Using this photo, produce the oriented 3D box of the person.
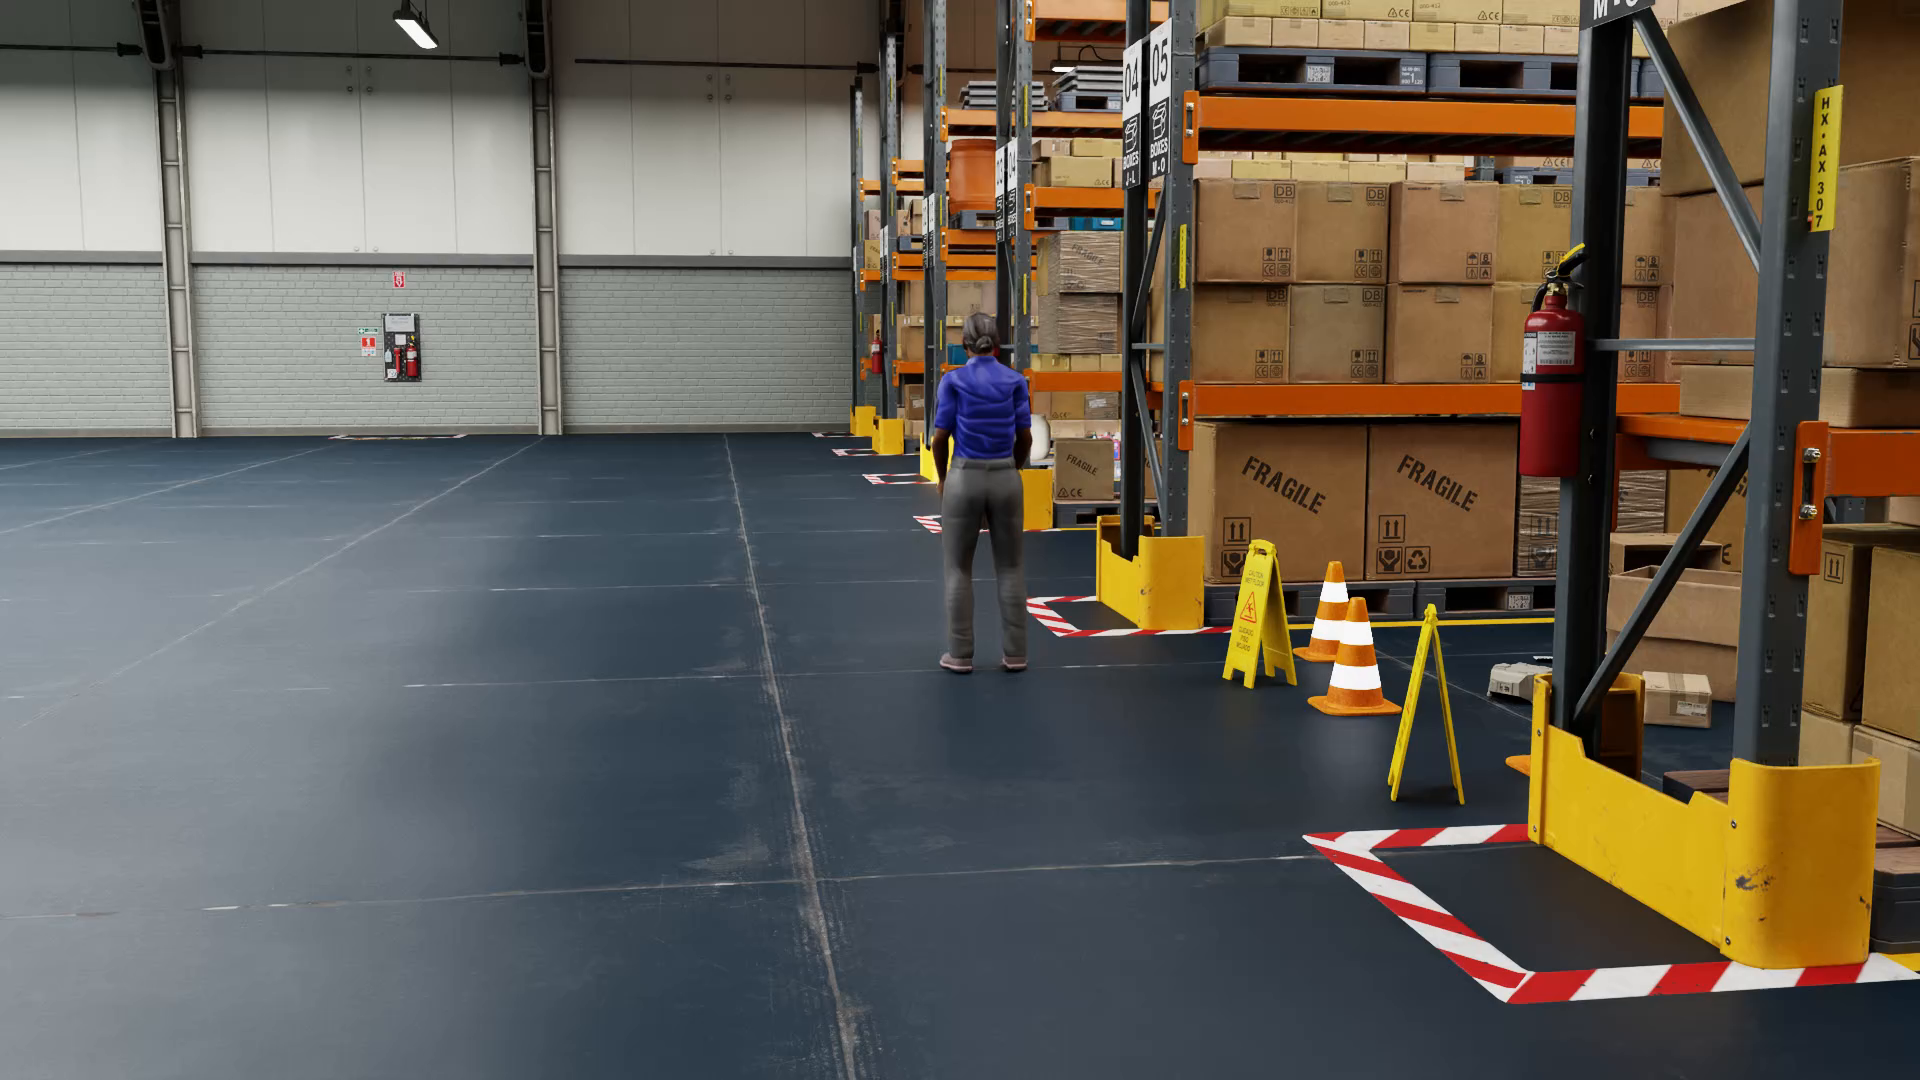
[{"bbox_3d":[0.099,-0.222,7.750,0.481,1.662,0.391,-1,7,-10],"label":"person"}]
